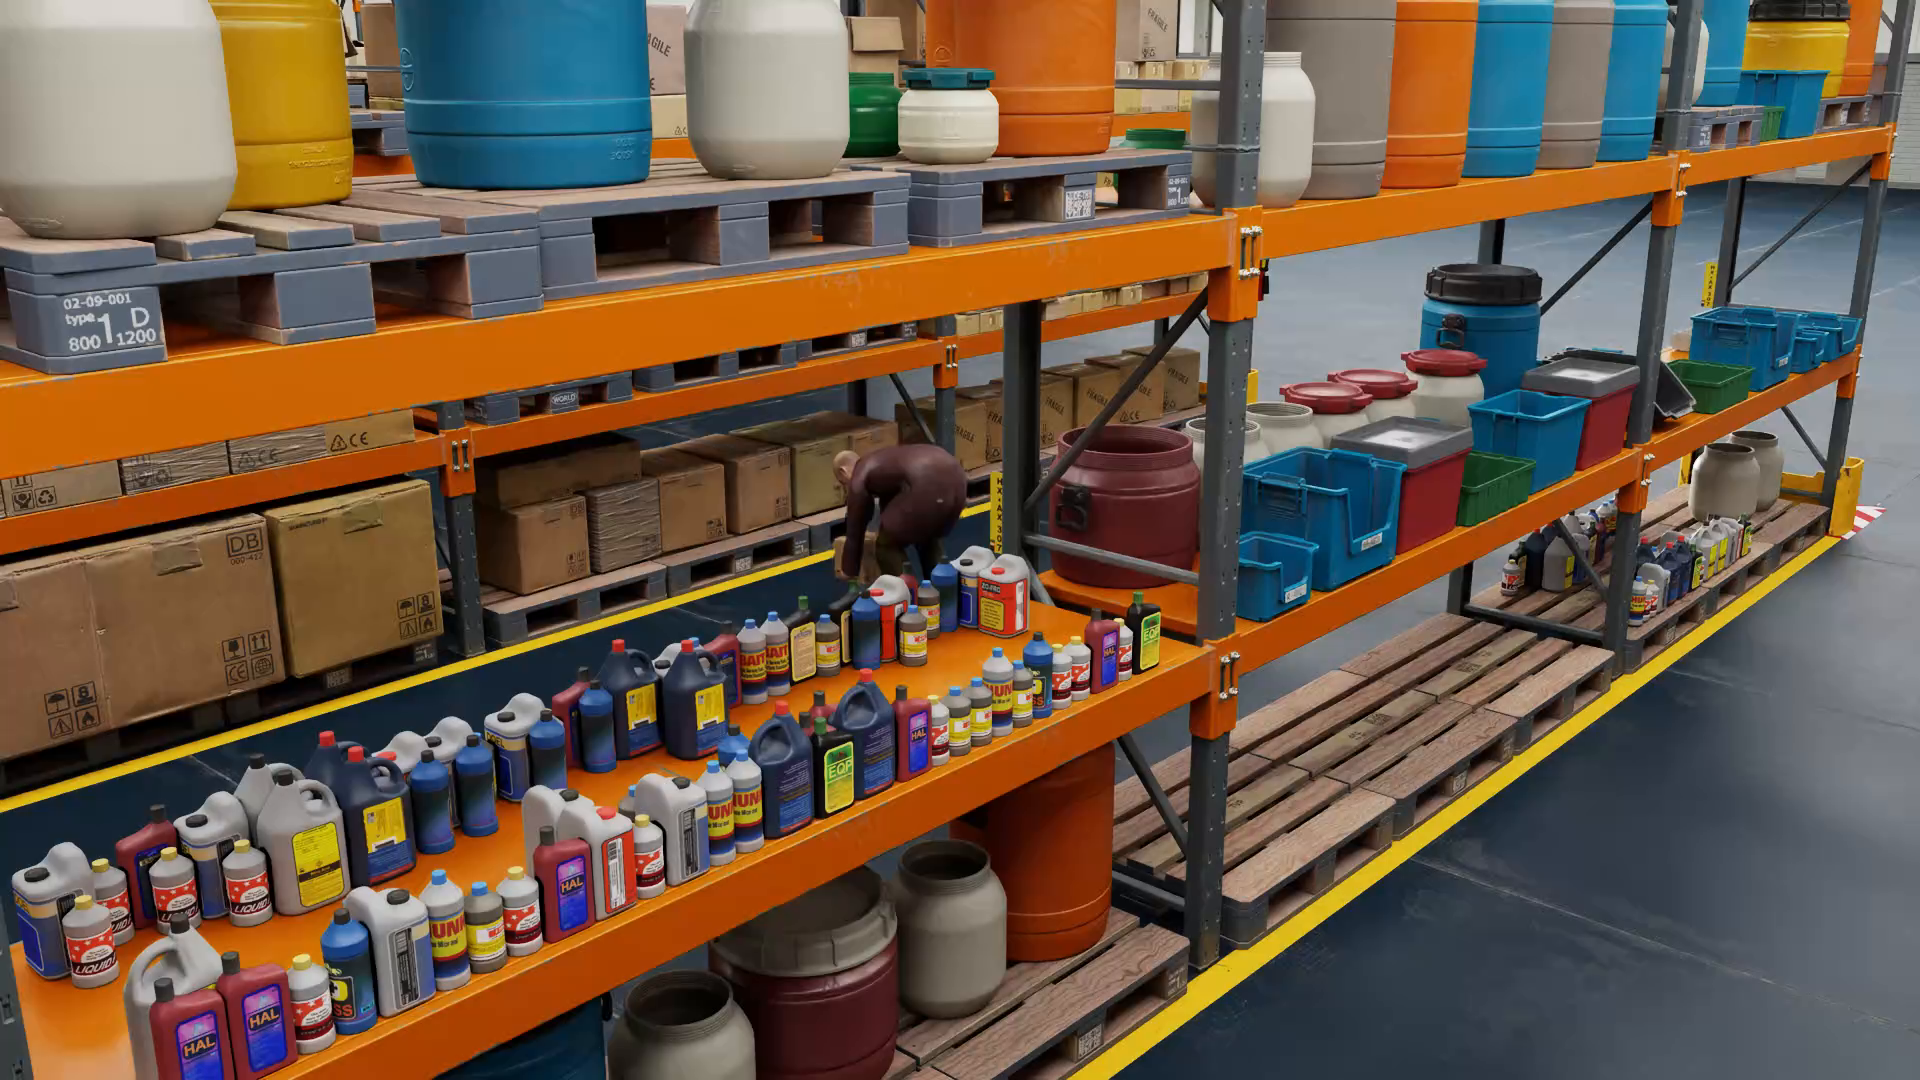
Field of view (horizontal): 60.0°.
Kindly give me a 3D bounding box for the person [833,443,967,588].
[{"bbox_3d":[-0.384,-0.061,9.969,0.950,1.090,0.578,13,21,37],"label":"person"}]
